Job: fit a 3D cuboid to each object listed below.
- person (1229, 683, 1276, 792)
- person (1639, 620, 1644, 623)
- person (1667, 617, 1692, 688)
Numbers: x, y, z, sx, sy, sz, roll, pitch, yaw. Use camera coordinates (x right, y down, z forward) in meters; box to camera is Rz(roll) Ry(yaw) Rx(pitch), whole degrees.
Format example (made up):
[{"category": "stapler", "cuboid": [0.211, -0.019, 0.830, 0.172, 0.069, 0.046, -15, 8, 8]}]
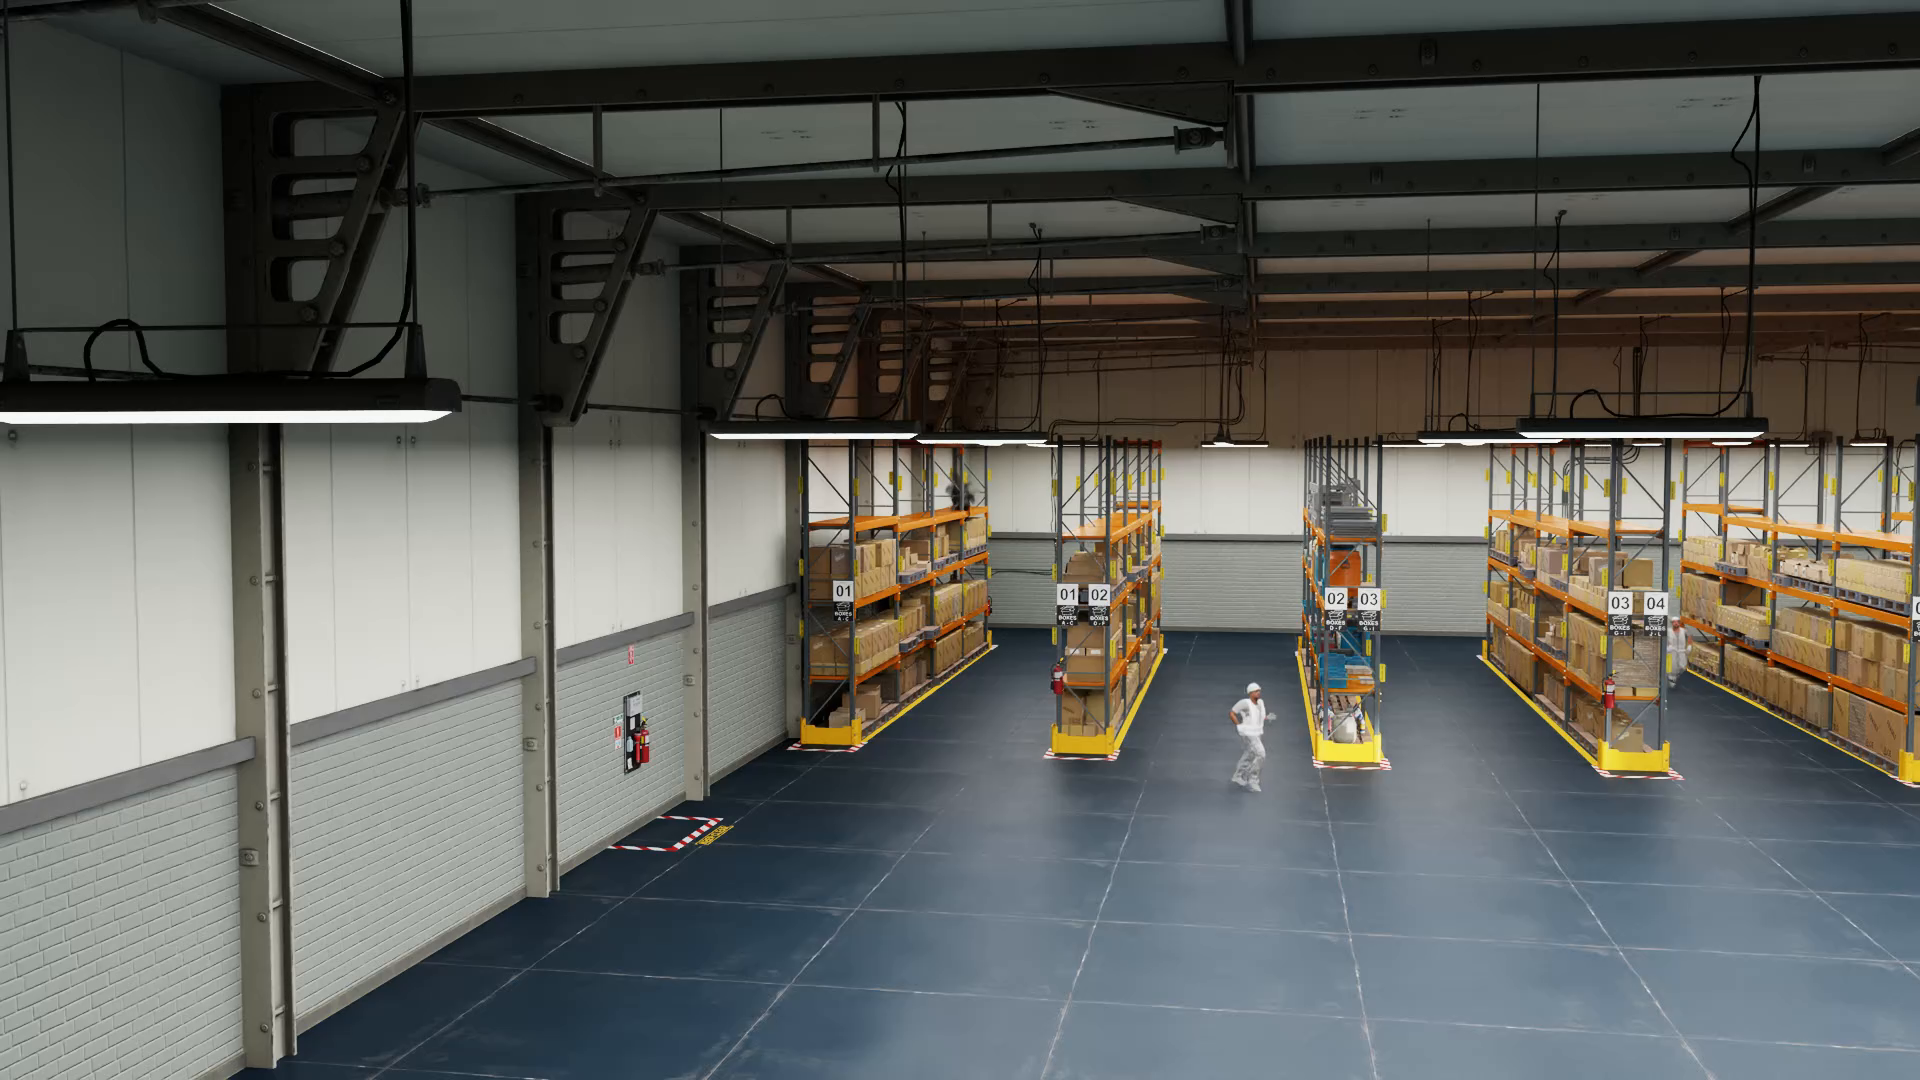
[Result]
[{"category": "person", "cuboid": [4.953, 3.329, 28.088, 0.762, 1.844, 0.644, 2, 4, 37]}, {"category": "person", "cuboid": [17.629, 2.618, 42.769, 0.538, 1.611, 0.742, 1, 3, 20]}, {"category": "person", "cuboid": [17.131, 2.702, 39.699, 0.686, 1.737, 0.687, 1, 3, 15]}]
